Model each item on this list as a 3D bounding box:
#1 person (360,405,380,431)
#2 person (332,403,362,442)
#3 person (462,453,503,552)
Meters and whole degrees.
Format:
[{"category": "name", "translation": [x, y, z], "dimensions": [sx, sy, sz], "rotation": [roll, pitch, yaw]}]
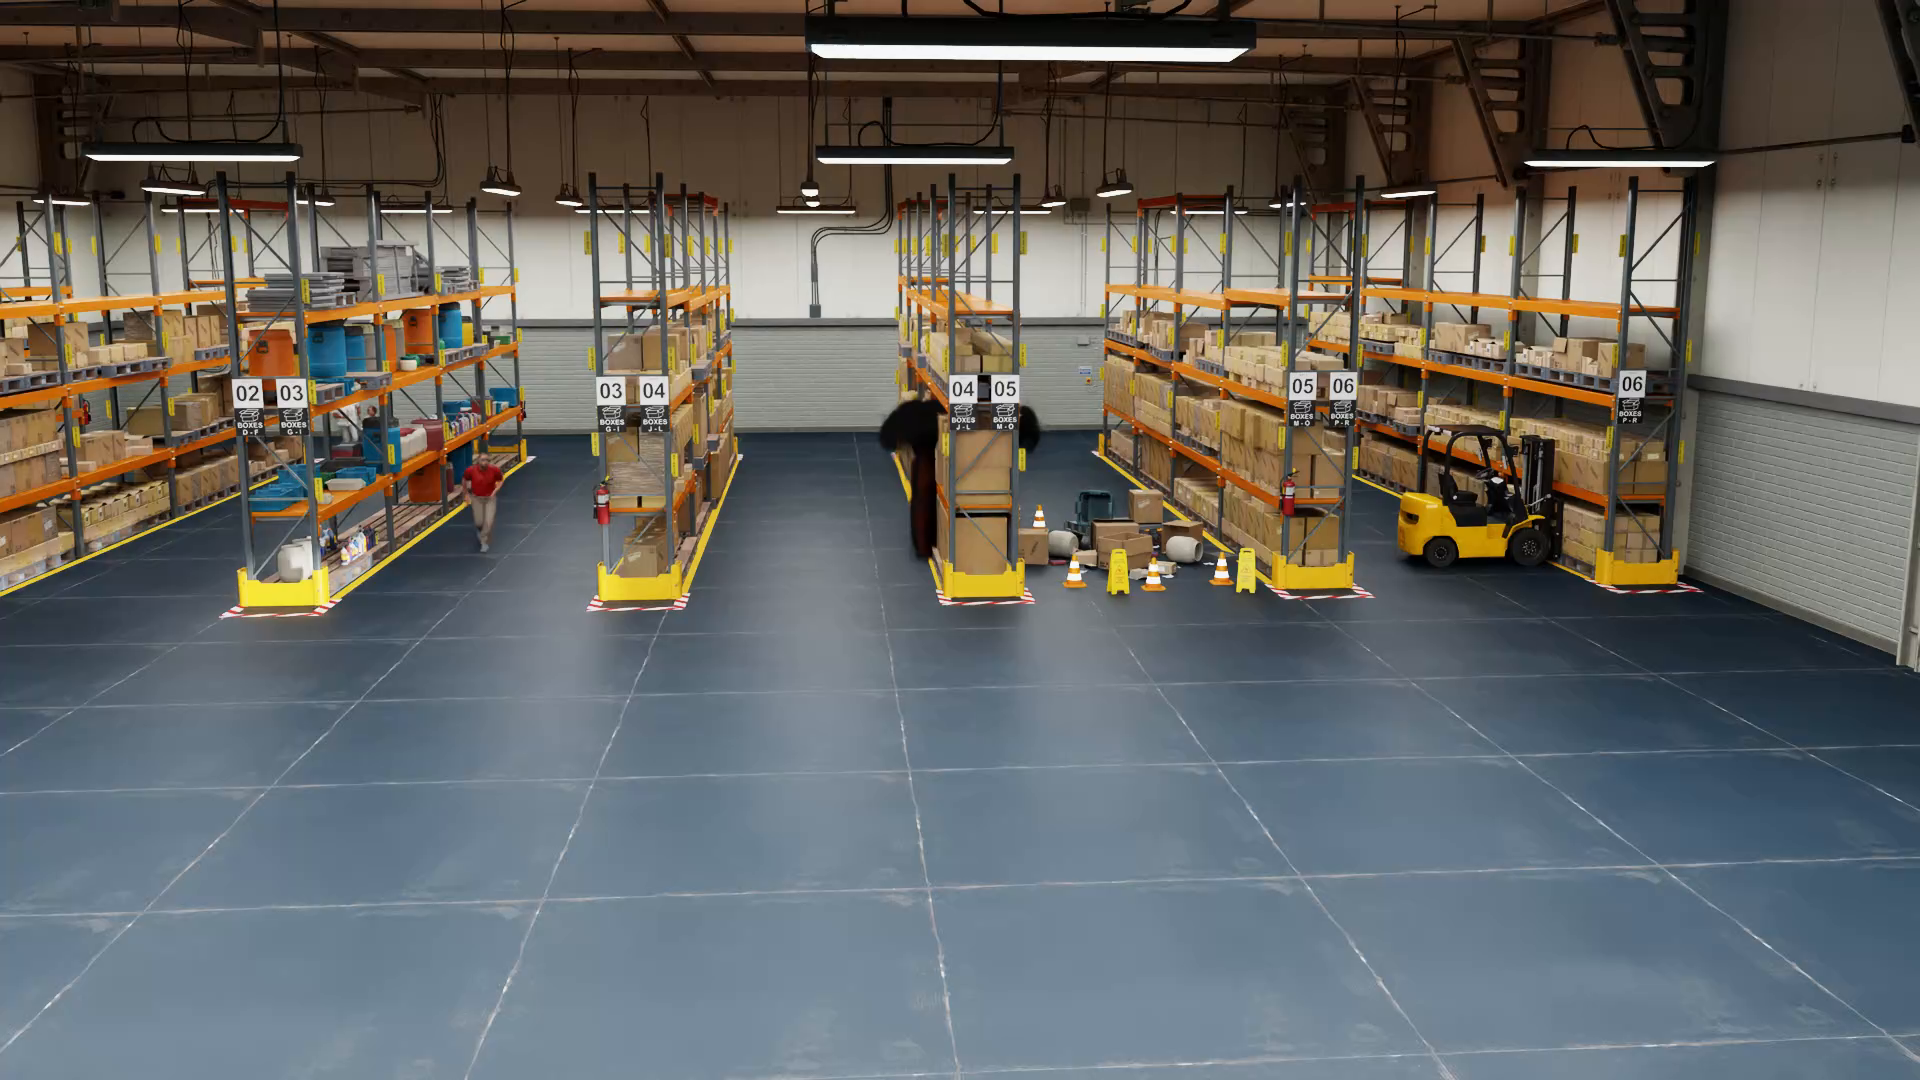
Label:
[{"category": "person", "translation": [-12.671, -2.113, 35.963], "dimensions": [0.513, 1.594, 0.861], "rotation": [-1, 10, -5]}, {"category": "person", "translation": [-14.336, -2.682, 38.925], "dimensions": [0.641, 1.777, 0.682], "rotation": [-4, 11, -23]}, {"category": "person", "translation": [-7.905, -0.643, 27.610], "dimensions": [0.650, 1.657, 0.711], "rotation": [-4, 11, -23]}]
